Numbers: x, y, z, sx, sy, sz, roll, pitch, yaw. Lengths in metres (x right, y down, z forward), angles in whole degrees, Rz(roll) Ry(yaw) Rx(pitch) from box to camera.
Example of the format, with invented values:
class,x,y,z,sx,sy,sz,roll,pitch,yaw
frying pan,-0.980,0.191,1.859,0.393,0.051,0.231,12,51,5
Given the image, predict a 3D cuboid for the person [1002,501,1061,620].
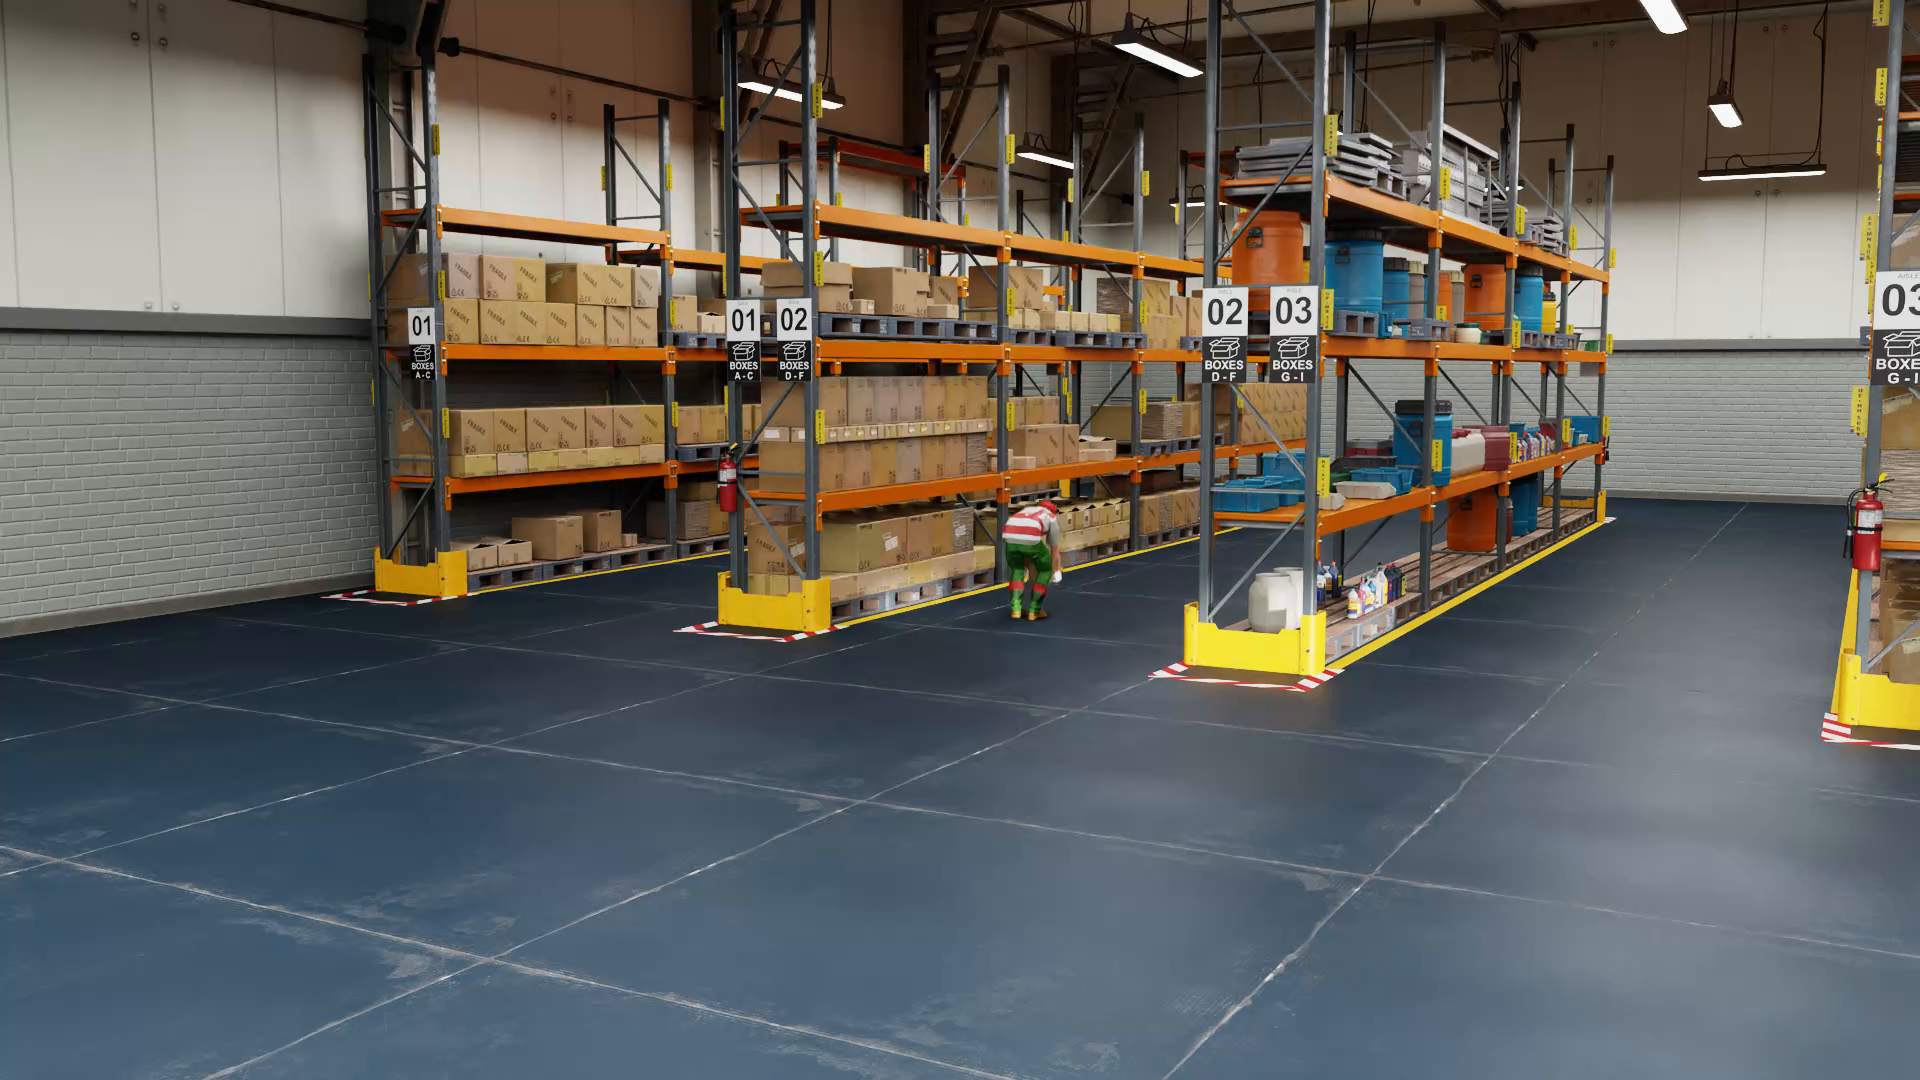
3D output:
class,x,y,z,sx,sy,sz,roll,pitch,yaw
person,0.763,0.199,17.101,0.509,1.157,0.947,3,7,26
